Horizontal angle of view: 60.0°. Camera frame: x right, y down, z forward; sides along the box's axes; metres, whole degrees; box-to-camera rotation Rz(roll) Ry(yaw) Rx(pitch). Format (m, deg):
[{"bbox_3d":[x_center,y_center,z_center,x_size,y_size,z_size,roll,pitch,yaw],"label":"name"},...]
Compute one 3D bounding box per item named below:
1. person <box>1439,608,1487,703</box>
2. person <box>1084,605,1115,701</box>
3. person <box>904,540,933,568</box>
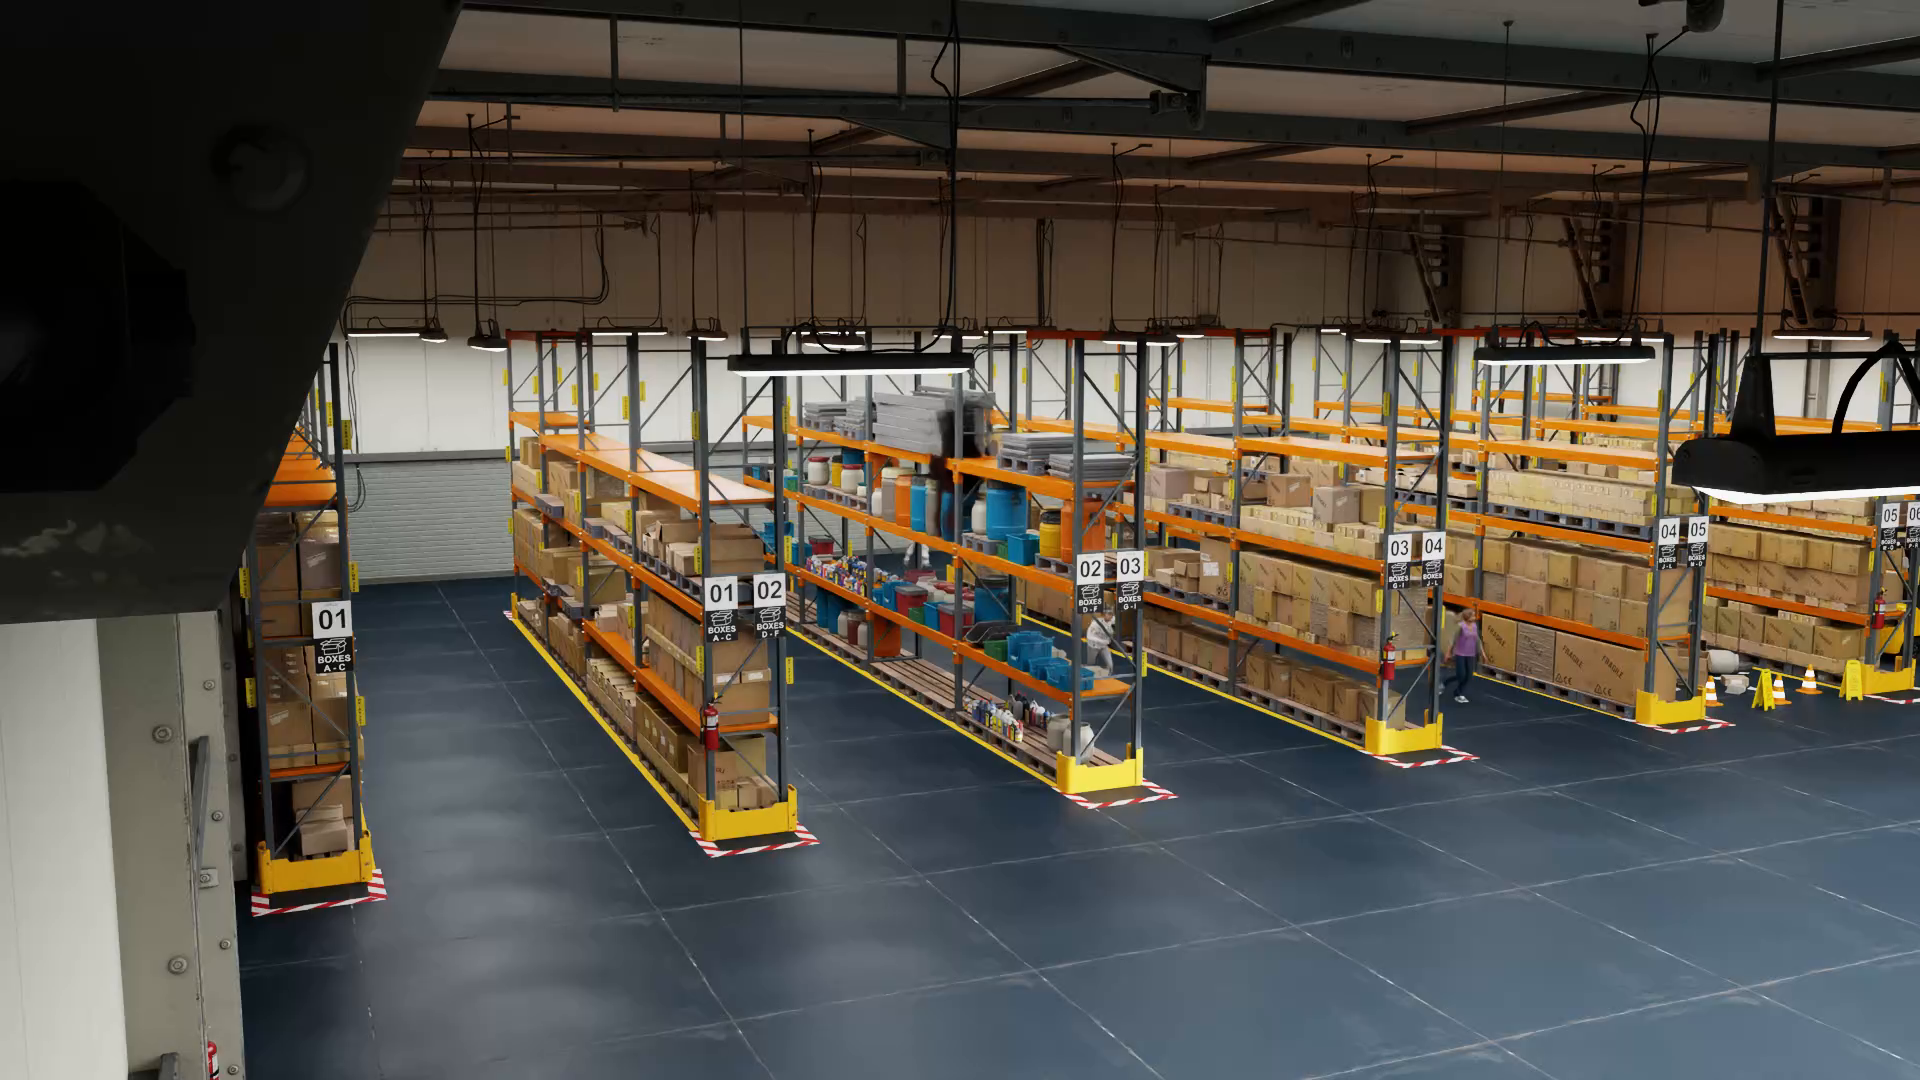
[{"bbox_3d":[8.193,1.873,27.154,0.576,1.567,0.630,-3,8,-23],"label":"person"},{"bbox_3d":[2.257,1.827,27.574,0.663,1.634,0.943,-5,9,-34],"label":"person"},{"bbox_3d":[-0.909,-0.201,41.262,0.711,1.768,0.988,-5,9,-34],"label":"person"}]
